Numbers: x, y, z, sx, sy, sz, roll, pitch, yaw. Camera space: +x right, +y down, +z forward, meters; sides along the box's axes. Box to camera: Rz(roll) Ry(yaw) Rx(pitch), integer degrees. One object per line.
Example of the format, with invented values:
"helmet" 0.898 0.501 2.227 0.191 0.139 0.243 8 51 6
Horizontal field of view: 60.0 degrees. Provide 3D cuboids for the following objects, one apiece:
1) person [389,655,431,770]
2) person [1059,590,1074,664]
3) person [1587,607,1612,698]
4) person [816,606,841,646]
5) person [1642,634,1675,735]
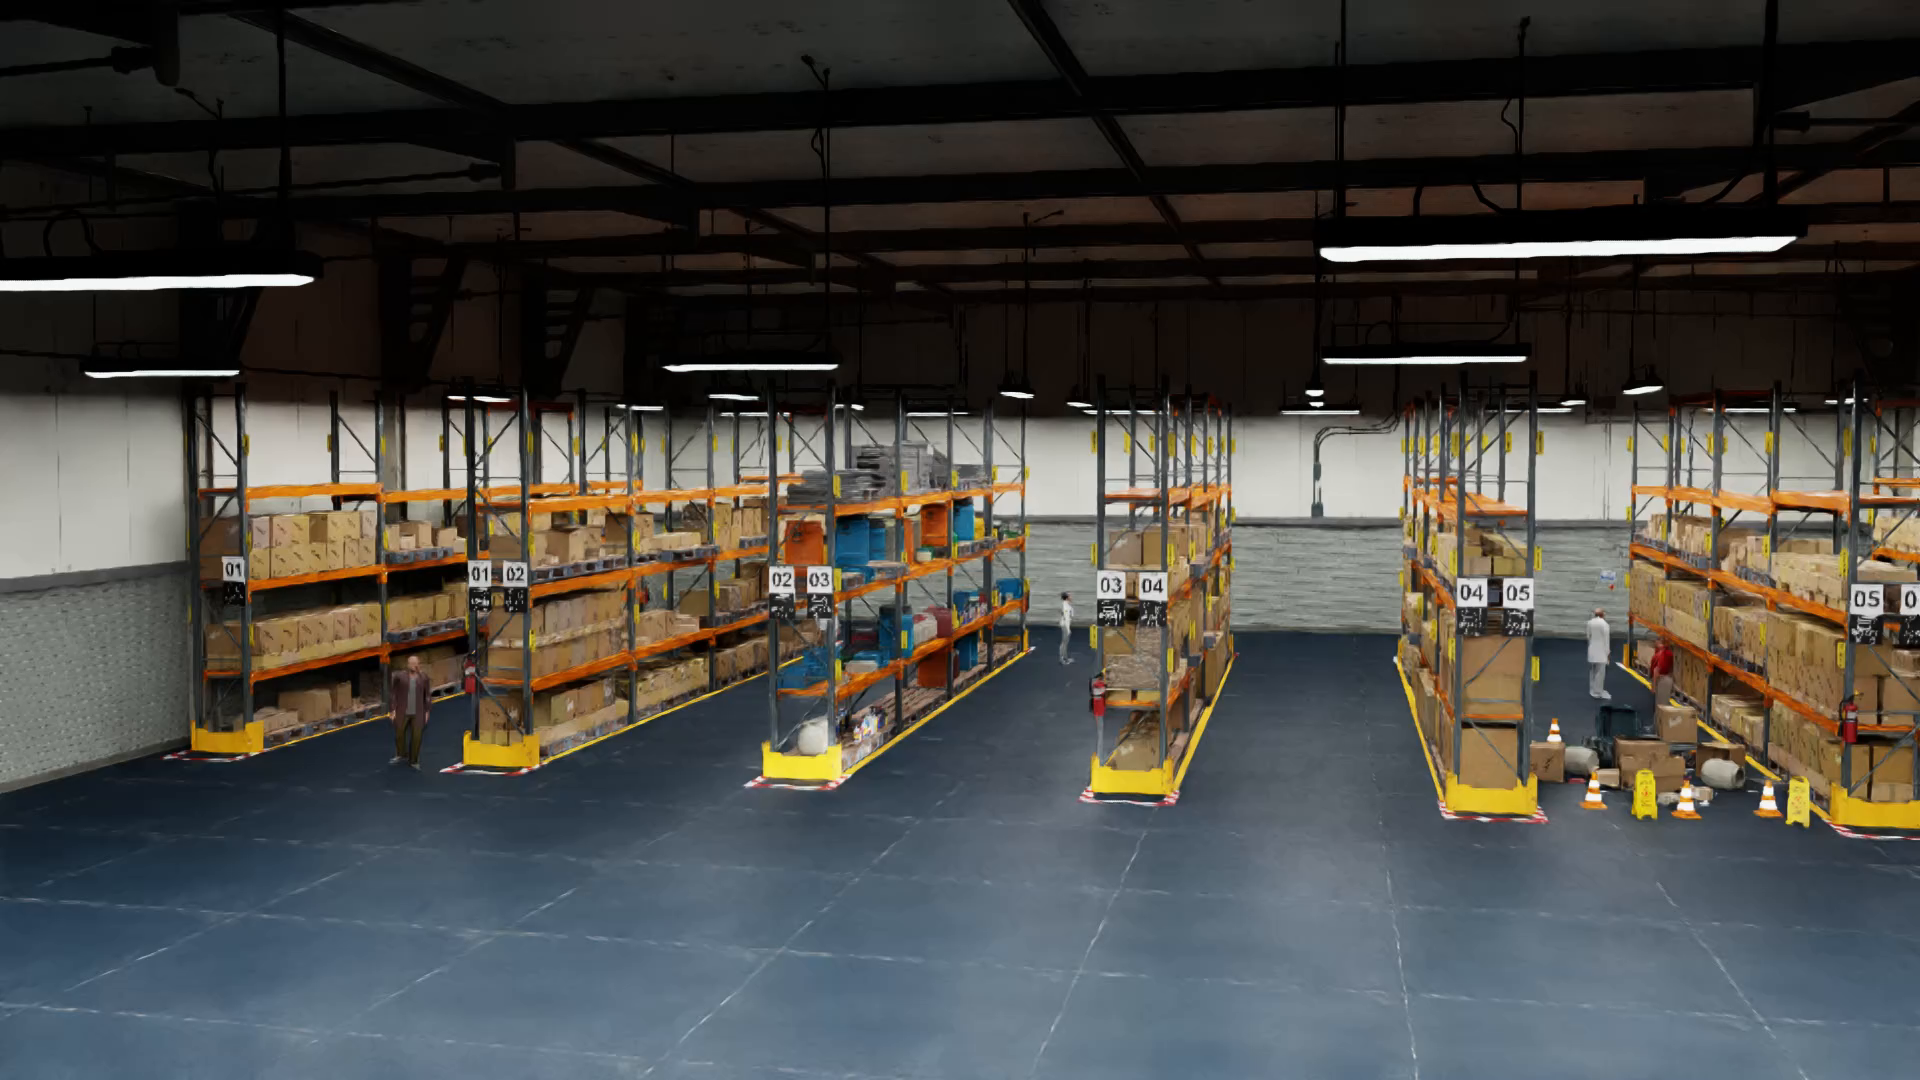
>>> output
"person" -8.518 2.650 25.733 0.635 1.770 0.584 -1 3 -21
"person" 2.433 1.971 37.984 0.363 1.685 0.602 0 3 2
"person" 12.694 2.213 32.936 0.515 1.785 0.638 -1 3 -16
"person" -3.015 1.984 37.756 0.543 1.700 1.115 1 3 14
"person" 12.079 2.483 28.732 0.597 1.721 0.668 2 4 37
